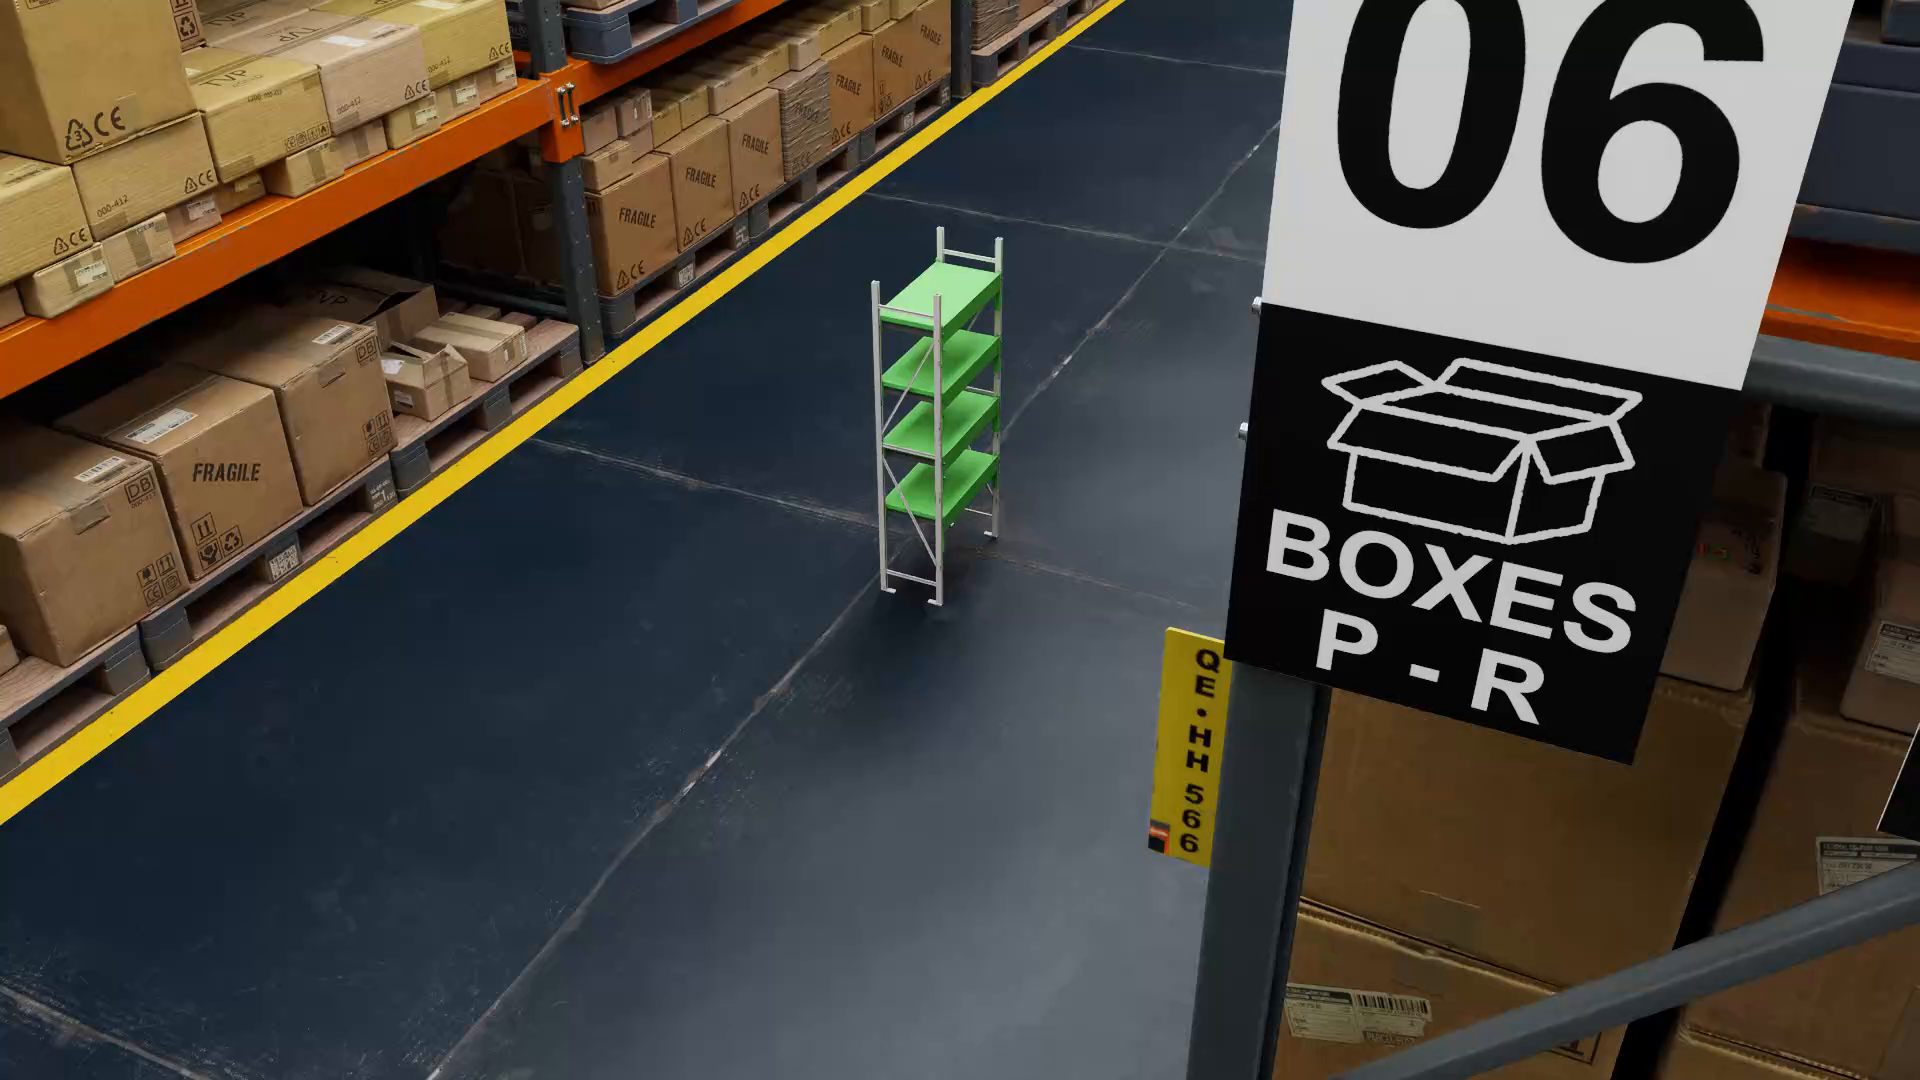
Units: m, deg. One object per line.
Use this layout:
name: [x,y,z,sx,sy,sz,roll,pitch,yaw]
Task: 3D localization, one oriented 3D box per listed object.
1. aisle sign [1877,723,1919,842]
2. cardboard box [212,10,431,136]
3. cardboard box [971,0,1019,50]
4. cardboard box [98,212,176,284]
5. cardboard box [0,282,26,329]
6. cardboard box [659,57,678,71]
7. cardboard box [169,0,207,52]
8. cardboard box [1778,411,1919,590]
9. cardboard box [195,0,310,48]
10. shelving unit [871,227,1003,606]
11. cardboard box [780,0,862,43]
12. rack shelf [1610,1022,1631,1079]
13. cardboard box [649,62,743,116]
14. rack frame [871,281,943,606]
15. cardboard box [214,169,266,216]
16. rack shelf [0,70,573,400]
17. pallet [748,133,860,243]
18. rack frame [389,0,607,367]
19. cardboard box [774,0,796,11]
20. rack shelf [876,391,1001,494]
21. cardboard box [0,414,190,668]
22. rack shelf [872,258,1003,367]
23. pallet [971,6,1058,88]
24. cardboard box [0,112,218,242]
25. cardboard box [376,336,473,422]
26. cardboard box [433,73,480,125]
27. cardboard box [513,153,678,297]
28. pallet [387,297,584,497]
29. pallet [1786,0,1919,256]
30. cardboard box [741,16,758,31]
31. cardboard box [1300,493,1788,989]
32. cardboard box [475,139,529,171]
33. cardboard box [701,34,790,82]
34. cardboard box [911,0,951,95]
aisle sign: [0.990,-0.028,1.186,0.394,0.787,0.004,14,36,20]
cardboard box: [-2.268,-1.671,5.929,0.500,0.250,0.500,14,36,21]
cardboard box: [-0.133,-3.654,10.870,0.875,0.625,0.625,15,36,22]
cardboard box: [-2.691,-0.942,5.180,0.380,0.149,0.250,15,36,22]
cardboard box: [-2.957,-0.697,4.807,0.380,0.149,0.250,15,36,21]
cardboard box: [-1.685,-2.478,8.598,0.380,0.149,0.250,15,36,21]
cardboard box: [-2.945,-1.867,5.543,0.500,0.500,0.500,13,35,19]
cardboard box: [1.201,-0.035,1.973,0.380,0.149,0.250,15,36,22]
cardboard box: [-2.736,-1.798,6.122,0.500,0.250,0.500,14,36,20]
shelving unit: [-0.069,-0.419,5.795,0.258,1.200,0.503,14,36,20]
cardboard box: [-0.771,-2.877,9.207,0.380,0.149,0.250,15,36,22]
rack shelf: [1.593,0.262,3.772,1.077,0.370,4.000,14,36,20]
cardboard box: [-1.305,-2.233,8.225,0.380,0.149,0.250,14,36,20]
rack frame: [-0.171,-0.298,5.610,0.240,1.200,0.015,14,36,20]
cardboard box: [-2.585,-1.220,5.604,0.380,0.149,0.250,15,36,21]
rack shelf: [-2.917,-0.875,5.505,1.077,0.370,4.000,14,36,20]
pallet: [-1.265,-2.030,9.153,1.003,0.211,1.213,14,36,20]
rack frame: [-2.080,-2.172,6.827,1.000,3.000,0.127,14,36,20]
cardboard box: [-1.075,-3.109,9.561,0.380,0.149,0.250,15,36,21]
rack shelf: [-0.069,-0.366,5.830,0.258,0.148,0.480,14,36,20]
cardboard box: [-3.019,-0.010,5.426,0.700,0.500,0.500,16,36,22]
rack shelf: [-0.069,-0.767,5.567,0.258,0.148,0.480,14,36,20]
pallet: [-0.027,-3.399,11.242,1.003,0.211,1.213,14,36,20]
cardboard box: [-2.705,-1.170,5.164,0.500,0.250,0.500,13,36,19]
cardboard box: [-2.196,-0.682,6.665,0.396,0.266,0.258,15,36,22]
cardboard box: [-2.073,-1.716,6.360,0.380,0.149,0.250,15,36,22]
cardboard box: [-1.673,-1.492,7.686,0.500,0.500,0.500,16,36,23]
pallet: [-2.368,-0.664,7.071,1.003,0.211,1.213,14,36,20]
pallet: [1.057,-0.632,1.824,1.003,0.211,1.213,14,36,20]
cardboard box: [-1.338,-2.854,9.172,0.380,0.149,0.250,13,36,19]
cardboard box: [0.742,0.202,2.203,0.500,0.500,0.500,15,36,22]
cardboard box: [-2.188,-1.823,7.600,0.380,0.149,0.250,13,35,19]
cardboard box: [-1.112,-2.497,8.628,0.380,0.149,0.250,14,36,21]
cardboard box: [-0.388,-3.035,10.039,0.500,0.500,0.500,15,36,22]
